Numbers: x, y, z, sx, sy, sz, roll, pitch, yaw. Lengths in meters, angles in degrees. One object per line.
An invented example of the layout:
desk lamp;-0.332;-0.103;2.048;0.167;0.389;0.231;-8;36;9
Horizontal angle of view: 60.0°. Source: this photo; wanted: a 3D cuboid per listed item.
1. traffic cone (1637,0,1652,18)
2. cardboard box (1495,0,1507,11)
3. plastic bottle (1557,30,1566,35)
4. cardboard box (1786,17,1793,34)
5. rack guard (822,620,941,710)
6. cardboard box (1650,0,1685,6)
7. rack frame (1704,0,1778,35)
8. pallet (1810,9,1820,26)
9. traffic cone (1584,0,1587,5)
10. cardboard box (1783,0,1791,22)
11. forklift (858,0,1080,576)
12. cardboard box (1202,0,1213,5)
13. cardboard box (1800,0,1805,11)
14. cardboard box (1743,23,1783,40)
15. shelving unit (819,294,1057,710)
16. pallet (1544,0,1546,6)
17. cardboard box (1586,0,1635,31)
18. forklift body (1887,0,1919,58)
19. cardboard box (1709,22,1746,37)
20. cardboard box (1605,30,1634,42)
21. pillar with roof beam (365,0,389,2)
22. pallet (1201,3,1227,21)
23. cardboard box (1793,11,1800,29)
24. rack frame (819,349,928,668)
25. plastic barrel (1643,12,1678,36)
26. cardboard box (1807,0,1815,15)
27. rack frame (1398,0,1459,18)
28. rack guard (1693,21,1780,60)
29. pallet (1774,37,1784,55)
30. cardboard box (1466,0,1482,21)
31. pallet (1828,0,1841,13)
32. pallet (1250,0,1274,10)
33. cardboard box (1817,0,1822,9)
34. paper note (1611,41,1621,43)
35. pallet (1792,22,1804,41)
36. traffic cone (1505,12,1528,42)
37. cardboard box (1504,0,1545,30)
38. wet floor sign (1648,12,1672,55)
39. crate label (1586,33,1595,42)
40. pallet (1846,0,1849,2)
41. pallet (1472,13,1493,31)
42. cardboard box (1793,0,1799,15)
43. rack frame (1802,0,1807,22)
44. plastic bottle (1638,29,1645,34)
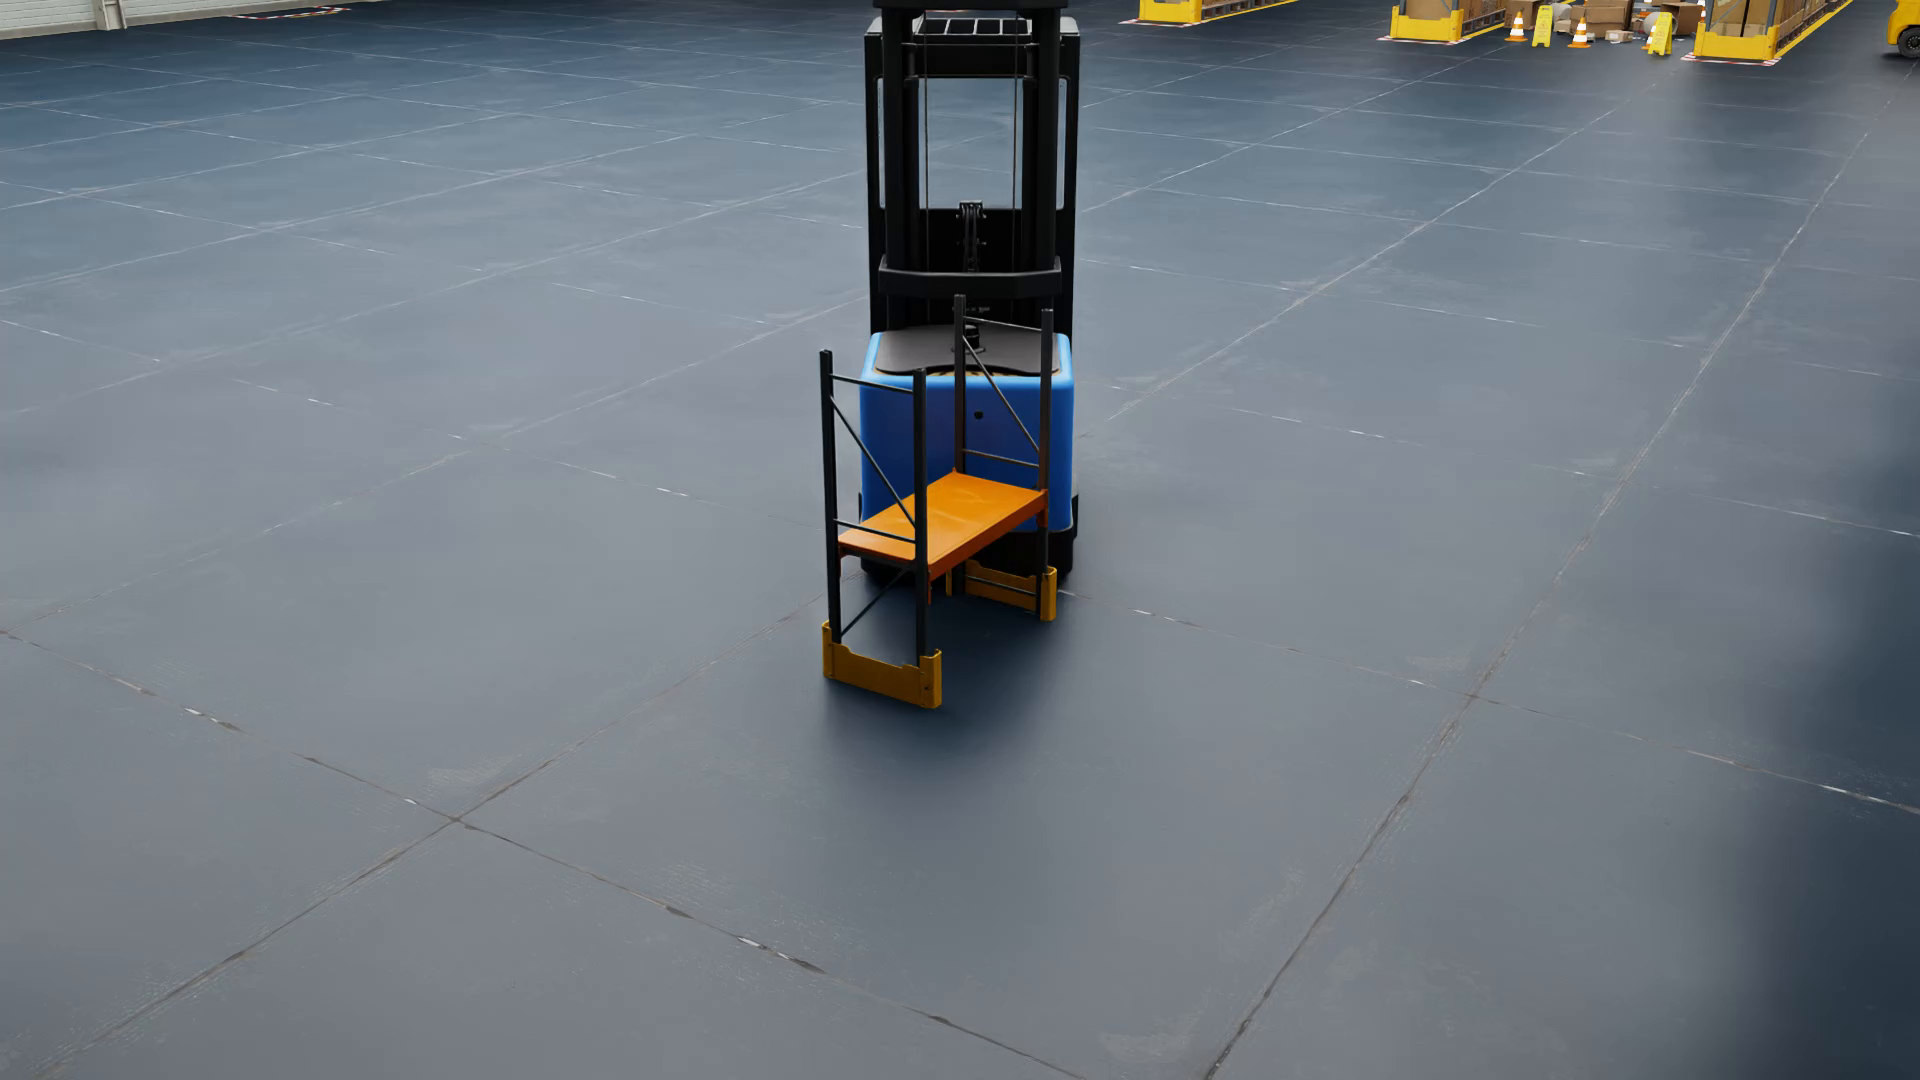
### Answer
traffic cone;13.226;-10.303;31.967;0.336;0.463;0.334;14;27;29
cardboard box;9.808;-10.471;31.308;0.875;0.875;0.875;14;27;30
plastic bottle;10.638;-8.981;29.420;0.133;0.061;0.283;5;24;11
cardboard box;13.561;-8.600;27.774;0.500;0.250;0.500;16;28;32
rack guard;-0.342;0.536;7.198;0.587;0.250;0.087;14;27;29
cardboard box;12.930;-10.011;30.293;0.500;0.500;0.500;14;27;29
rack frame;12.348;-9.098;25.990;1.000;3.000;0.127;14;27;29
pallet;15.510;-9.845;31.225;1.003;0.211;1.213;14;27;29
traffic cone;12.189;-10.423;32.244;0.336;0.463;0.334;14;27;29
cardboard box;13.292;-8.773;27.227;0.500;0.500;0.500;13;26;27
forklift;0.068;-1.704;8.997;1.130;2.935;3.031;1;23;1
cardboard box;4.558;-10.636;32.162;0.500;0.500;0.500;-20;31;-39
cardboard box;14.374;-9.467;28.831;0.500;0.500;0.500;13;27;28
cardboard box;13.008;-8.243;26.948;0.500;0.250;0.500;14;27;29
shelving unit;-0.075;-0.205;7.335;0.587;1.500;1.083;14;27;29
pallet;11.185;-10.861;33.573;1.003;0.211;1.213;14;27;29
cardboard box;11.610;-9.455;29.787;0.797;0.637;0.503;14;27;29
forklift body;16.017;-8.692;26.120;2.313;2.155;1.214;14;27;29
cardboard box;12.558;-8.366;27.232;0.500;0.250;0.500;14;27;29
cardboard box;11.323;-8.655;28.555;0.250;0.149;0.380;-12;26;-26
pillar with roof beam;-8.569;-14.532;30.991;9.100;9.000;0.400;14;27;29
pallet;4.427;-10.187;32.017;1.003;0.211;1.213;14;27;29
cardboard box;14.102;-8.941;28.560;0.500;0.250;0.500;13;27;28
rack frame;-0.352;-0.031;6.935;0.500;1.500;0.032;14;27;29
plastic barrel;12.151;-8.930;28.845;0.421;0.421;0.512;-7;24;-17
cardboard box;15.109;-9.856;30.519;0.950;0.372;0.625;16;28;32
rack frame;8.089;-10.101;28.307;1.000;3.000;0.127;14;27;29
rack guard;12.388;-7.976;26.546;1.175;0.500;0.348;14;27;29
pallet;12.846;-8.111;27.219;1.003;0.211;1.213;14;27;29
cardboard box;8.853;-9.859;29.894;0.875;0.875;0.875;13;27;28
pallet;17.048;-10.768;33.359;1.003;0.211;1.213;14;27;29
pallet;5.714;-11.011;33.919;1.003;0.211;1.213;14;27;29
cardboard box;15.879;-10.345;31.651;0.950;0.372;0.625;13;27;28
paper note;11.155;-8.471;28.280;0.148;0.019;0.142;5;24;11
pallet;14.133;-8.934;29.122;1.003;0.211;1.213;14;27;29
traffic cone;9.576;-8.818;28.538;0.336;0.463;0.334;14;27;29
cardboard box;10.252;-9.566;30.215;0.500;0.500;0.500;20;30;38
wet floor sign;11.338;-8.177;26.827;0.232;0.644;0.267;-17;29;-35
crate label;10.718;-8.596;28.433;0.250;0.136;0.298;1;23;2
pallet;18.335;-11.592;35.261;1.003;0.211;1.213;14;27;29
pallet;9.089;-9.518;30.470;1.003;0.211;1.213;14;27;29
cardboard box;13.839;-9.122;28.035;0.500;0.500;0.500;15;28;32
rack frame;14.458;-10.448;29.108;1.000;3.000;0.127;14;27;29
plastic bottle;12.184;-9.057;29.594;0.133;0.061;0.283;20;30;38
